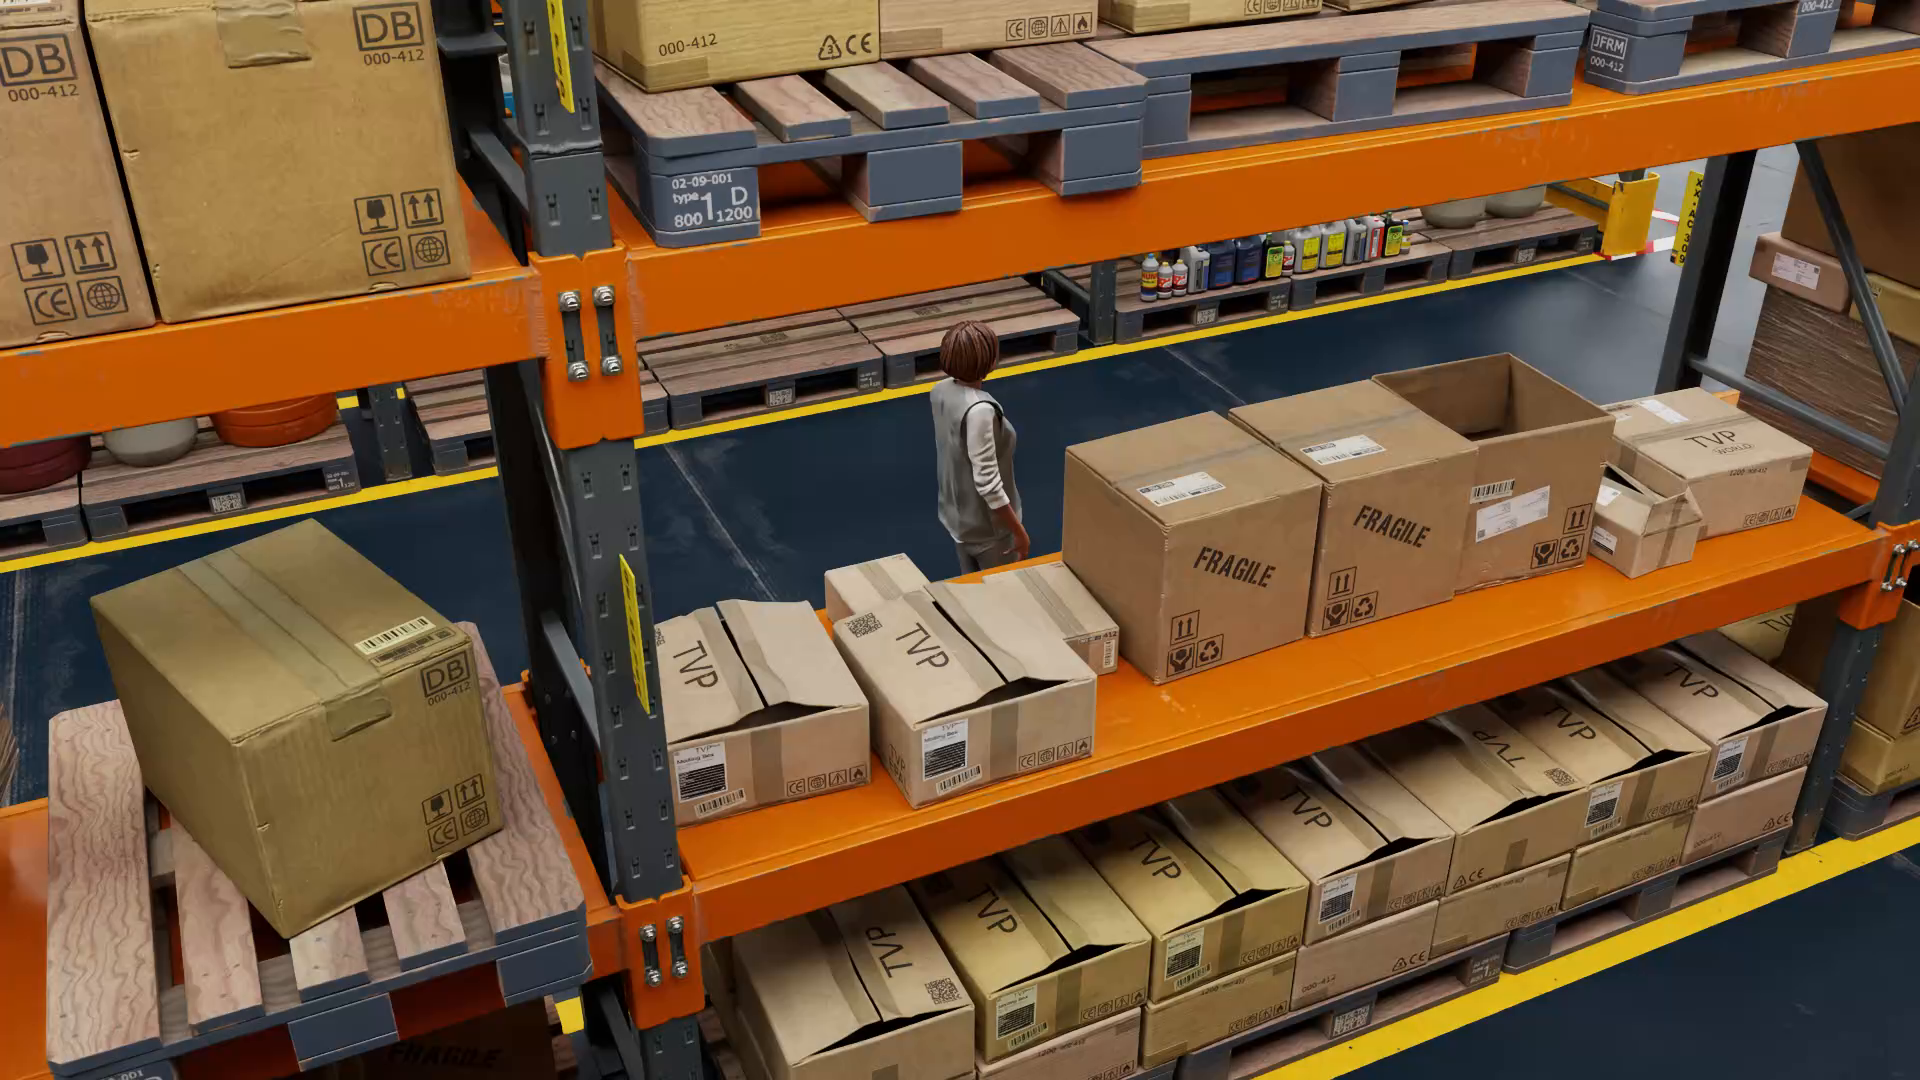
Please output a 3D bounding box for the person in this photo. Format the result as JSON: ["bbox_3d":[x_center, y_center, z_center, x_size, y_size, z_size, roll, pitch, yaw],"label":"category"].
[{"bbox_3d":[0.153,-0.081,6.261,0.476,1.597,0.520,-13,32,-21],"label":"person"}]
